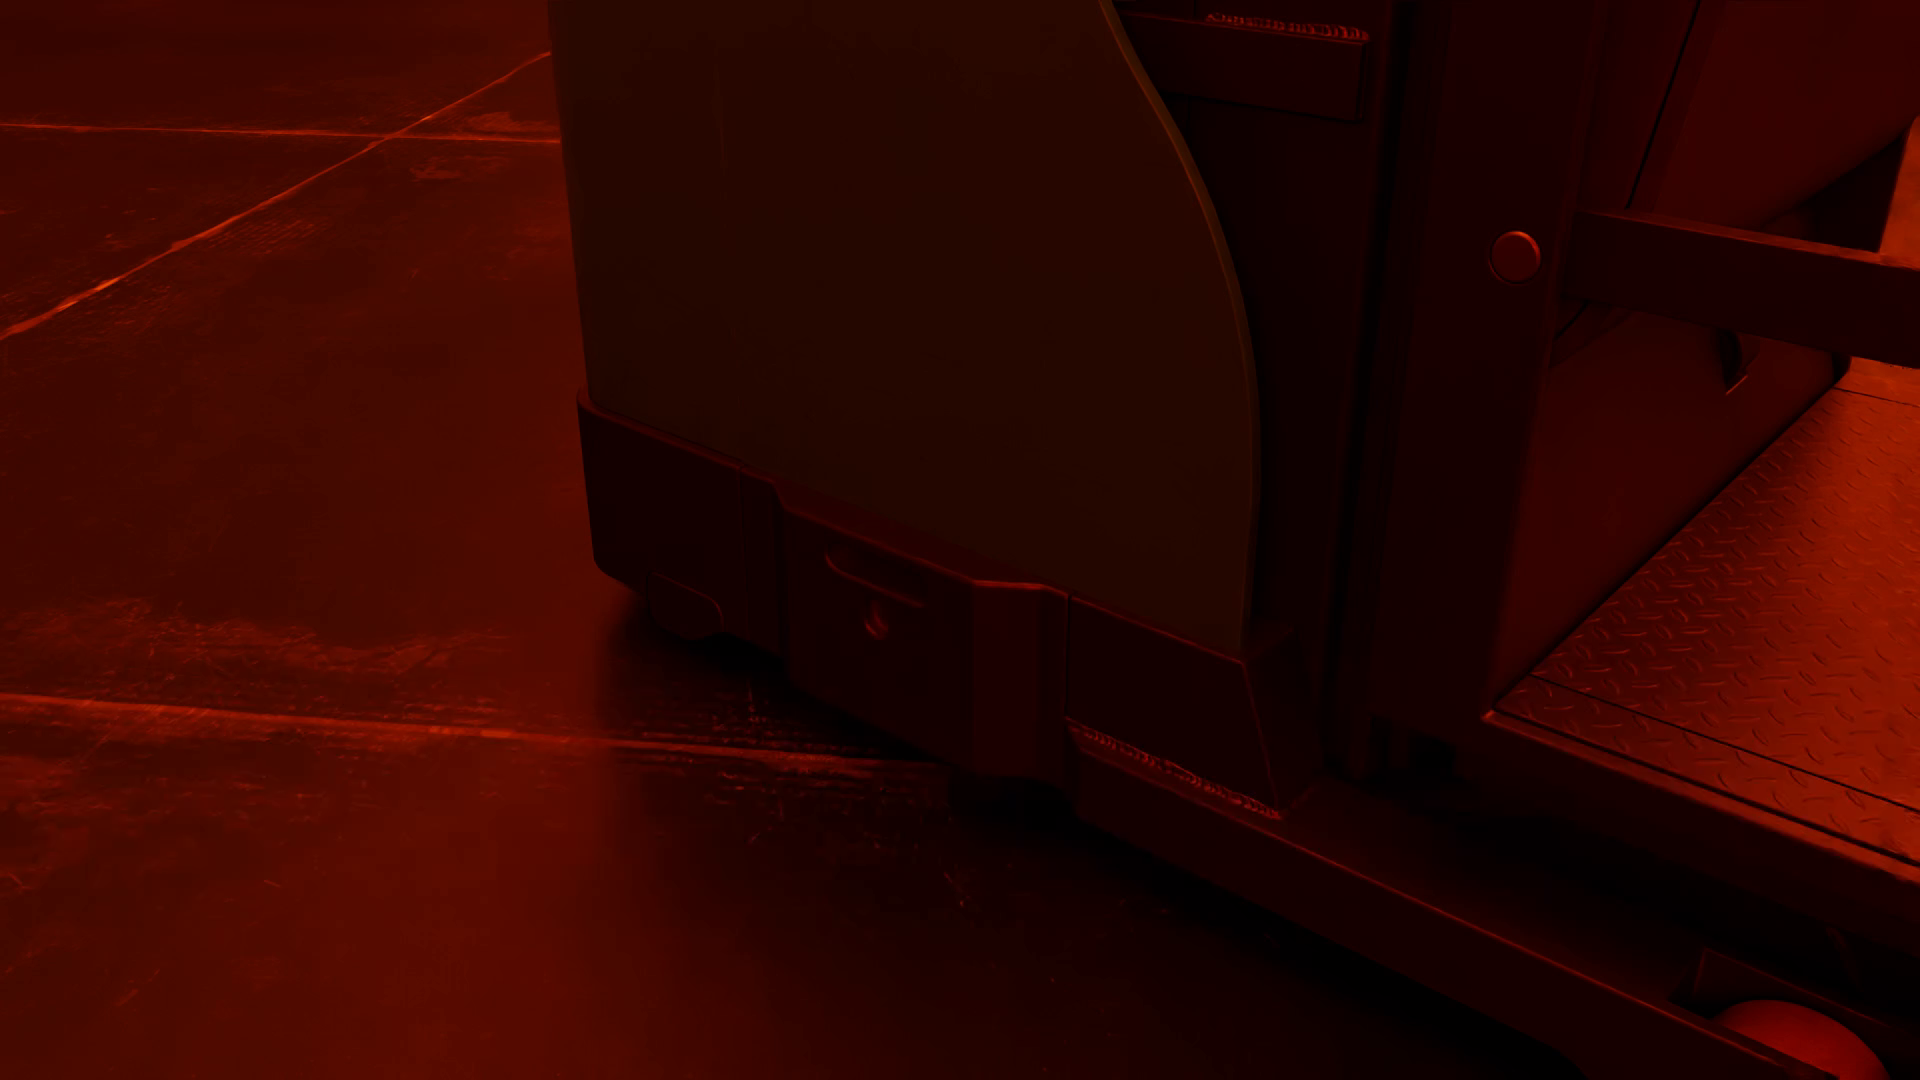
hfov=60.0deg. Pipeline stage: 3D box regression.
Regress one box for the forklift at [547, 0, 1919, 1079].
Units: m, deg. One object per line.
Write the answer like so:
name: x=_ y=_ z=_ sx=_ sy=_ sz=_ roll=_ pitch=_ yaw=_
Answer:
forklift: x=0.942 y=-0.966 z=1.154 sx=3.031 sy=2.935 sz=1.130 roll=21 pitch=33 yaw=36
